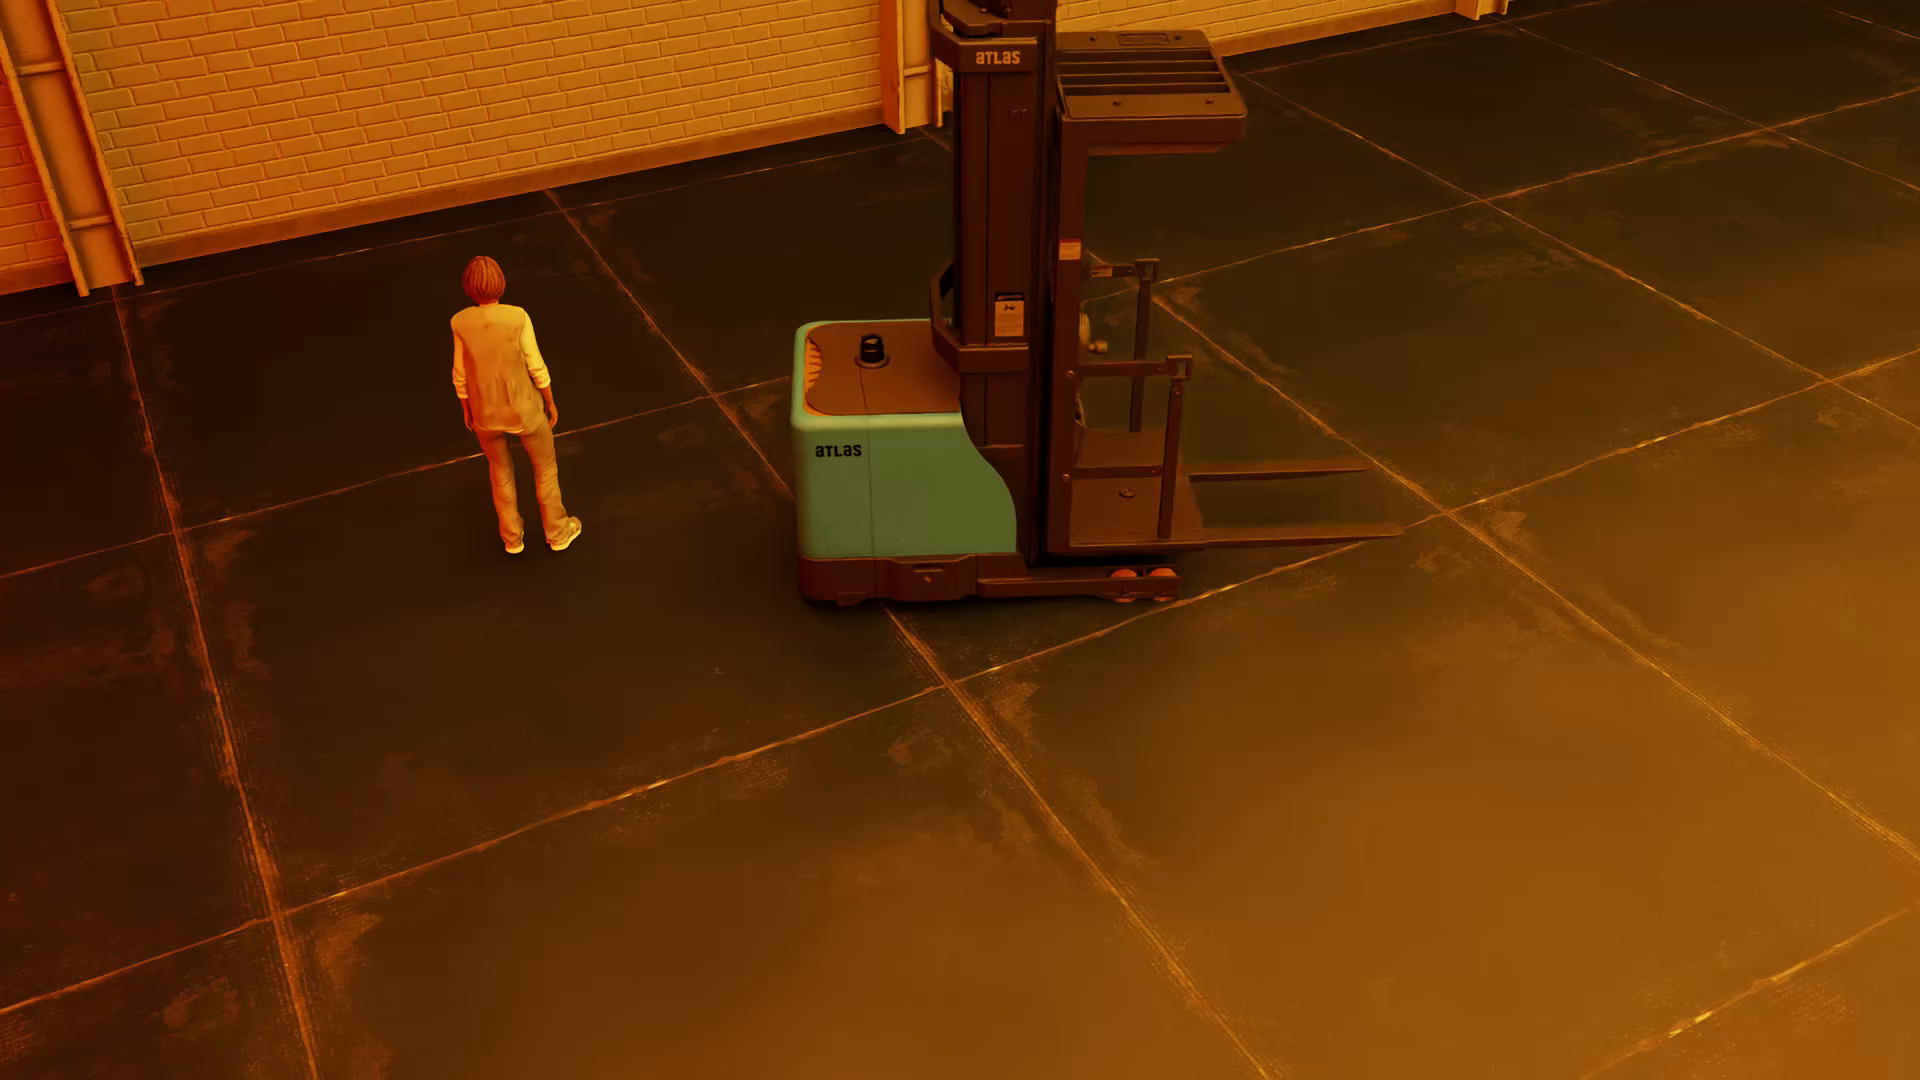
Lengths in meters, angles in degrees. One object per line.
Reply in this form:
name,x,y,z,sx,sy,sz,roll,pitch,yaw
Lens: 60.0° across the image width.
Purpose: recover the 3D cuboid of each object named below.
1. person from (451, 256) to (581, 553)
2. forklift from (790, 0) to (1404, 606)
person,-2.214,-0.629,8.176,0.469,1.590,0.349,-2,35,-3
forklift,0.696,-1.191,7.808,3.031,2.935,1.130,-2,35,-3
